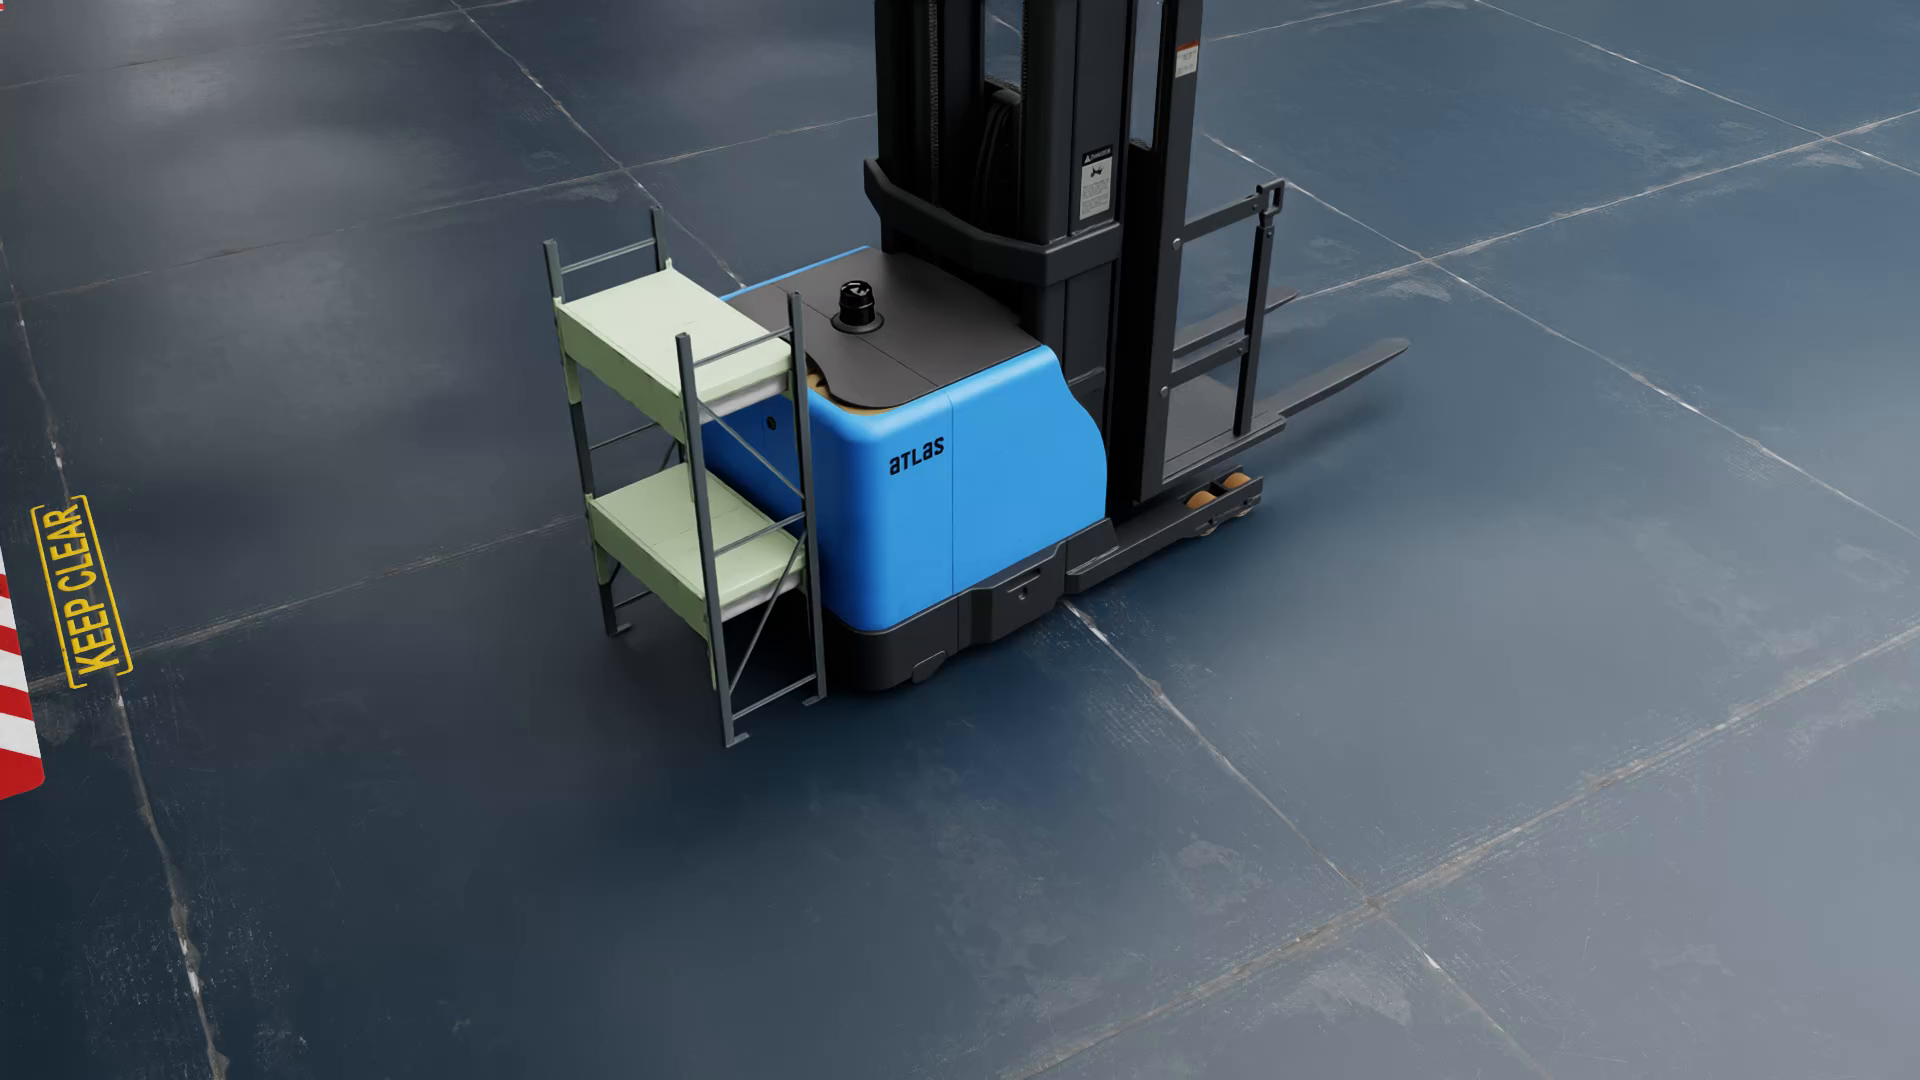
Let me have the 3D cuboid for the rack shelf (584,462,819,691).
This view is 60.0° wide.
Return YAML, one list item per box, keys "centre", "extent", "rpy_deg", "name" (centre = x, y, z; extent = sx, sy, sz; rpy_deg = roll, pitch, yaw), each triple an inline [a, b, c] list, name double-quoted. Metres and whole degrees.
- centre: [-0.838, 0.083, 5.417]
  extent: [0.431, 0.370, 0.720]
  rpy_deg: [-26, 44, -31]
  name: "rack shelf"

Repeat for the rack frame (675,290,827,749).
- centre: [-0.604, -0.015, 4.998]
  extent: [0.400, 1.500, 0.023]
  rpy_deg: [-26, 44, -31]
  name: "rack frame"

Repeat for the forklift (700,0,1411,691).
- centre: [0.527, -1.414, 5.701]
  extent: [3.031, 2.935, 1.130]
  rpy_deg: [-26, 44, -31]
  name: "forklift"

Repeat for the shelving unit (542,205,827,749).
- centre: [-0.838, -0.180, 5.225]
  extent: [0.431, 1.500, 0.755]
  rpy_deg: [-26, 44, -31]
  name: "shelving unit"

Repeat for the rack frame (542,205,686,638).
- centre: [-1.073, -0.346, 5.452]
  extent: [0.400, 1.500, 0.023]
  rpy_deg: [-26, 44, -31]
  name: "rack frame"

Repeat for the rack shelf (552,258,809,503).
- centre: [-0.839, -0.495, 4.995]
  extent: [0.431, 0.370, 0.720]
  rpy_deg: [-26, 44, -31]
  name: "rack shelf"
